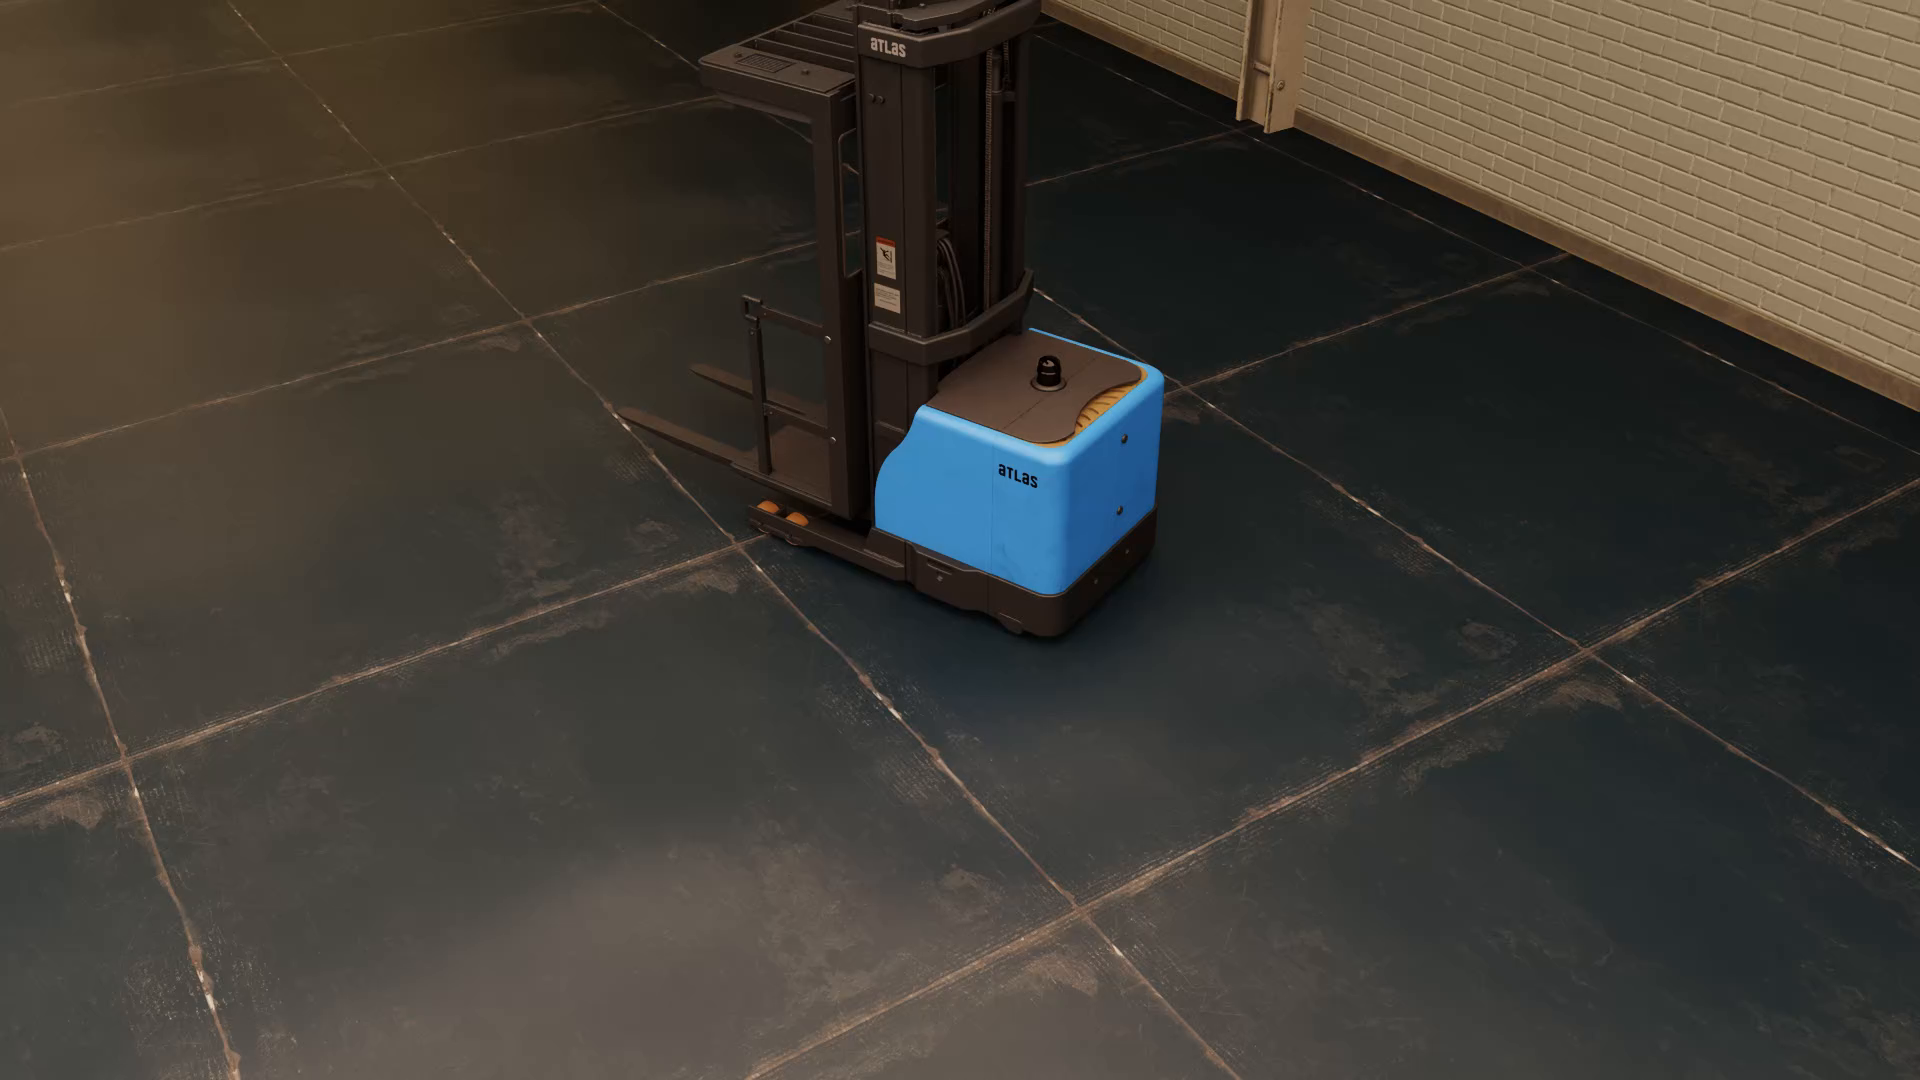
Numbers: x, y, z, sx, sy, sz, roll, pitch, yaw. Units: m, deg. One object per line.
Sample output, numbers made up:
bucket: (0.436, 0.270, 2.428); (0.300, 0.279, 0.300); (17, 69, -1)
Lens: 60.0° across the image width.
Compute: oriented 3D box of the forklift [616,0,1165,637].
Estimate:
forklift: (-0.500, -1.399, 8.138); (3.031, 2.935, 1.130); (22, 41, 28)
